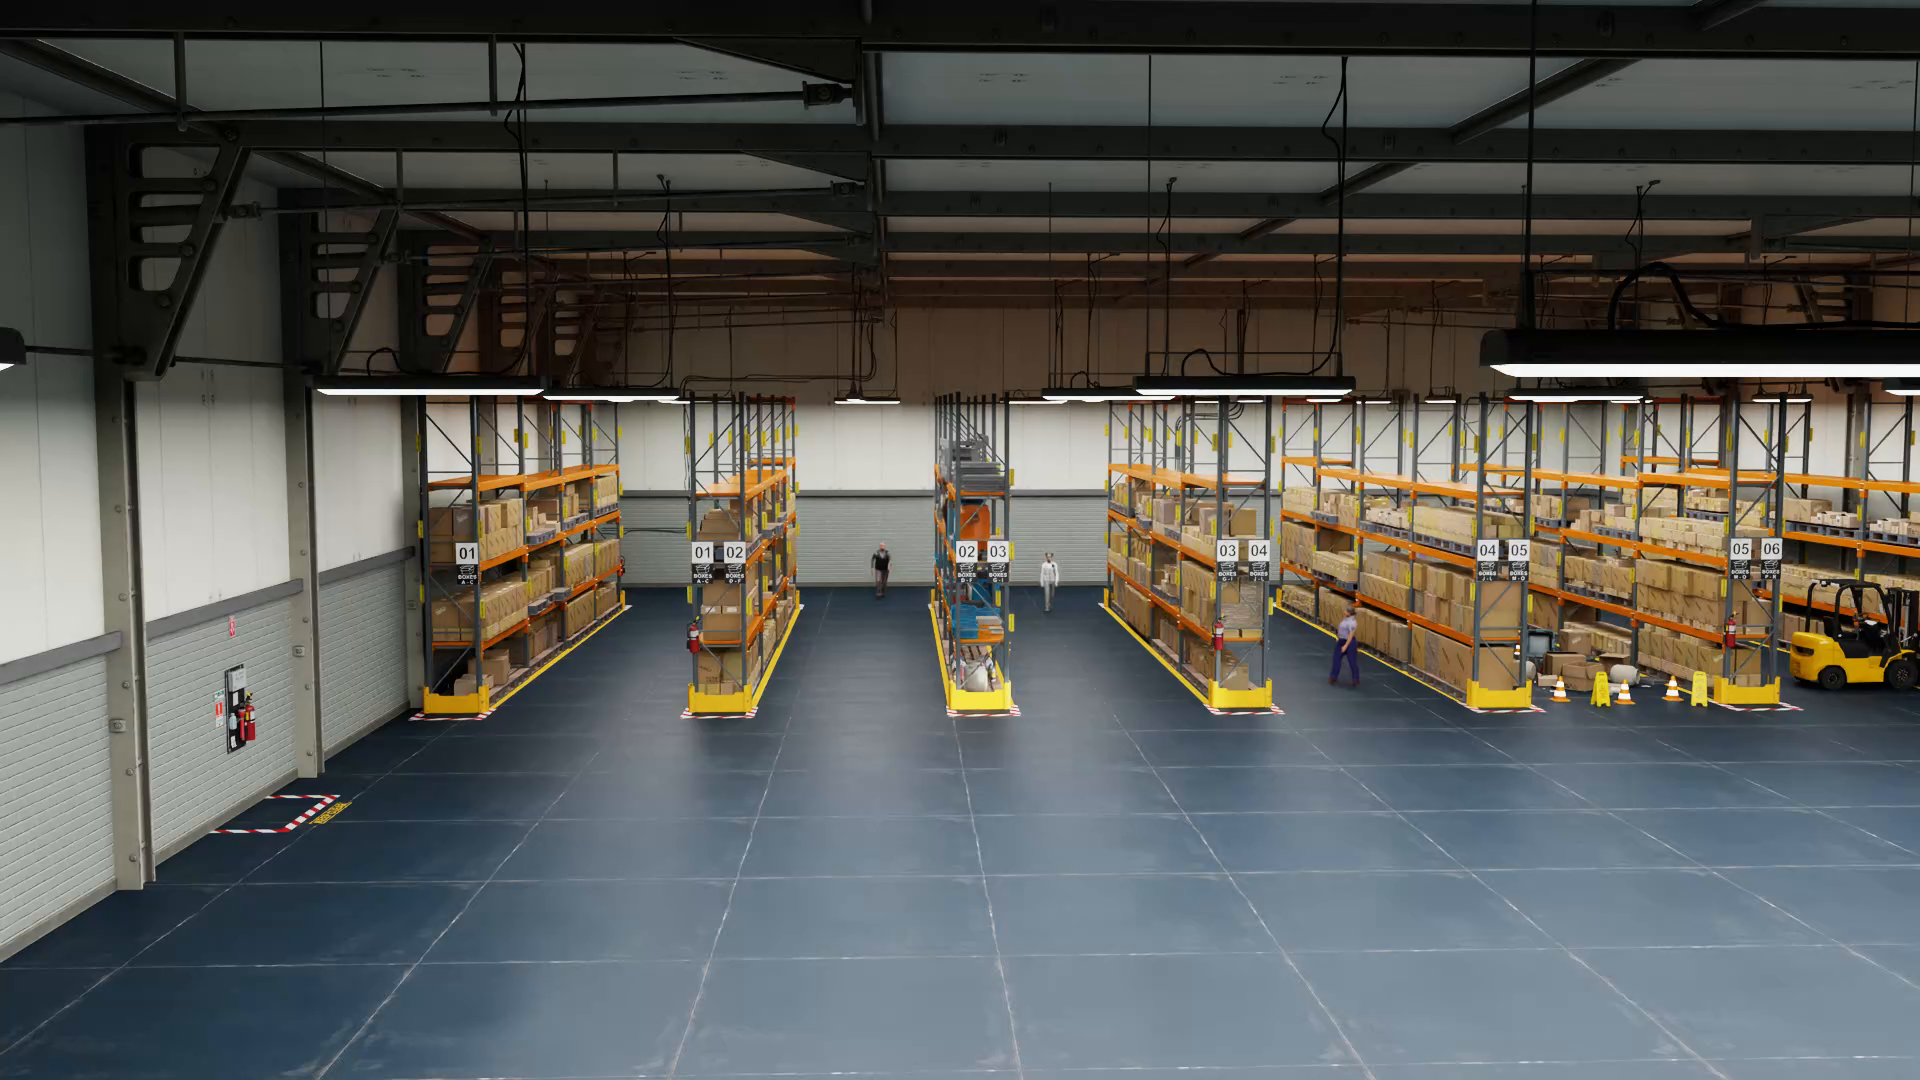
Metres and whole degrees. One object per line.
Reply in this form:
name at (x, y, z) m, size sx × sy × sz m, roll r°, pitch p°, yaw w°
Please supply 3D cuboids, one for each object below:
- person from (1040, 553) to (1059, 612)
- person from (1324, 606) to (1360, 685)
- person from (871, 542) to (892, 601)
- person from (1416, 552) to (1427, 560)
person at (2.517, 1.159, 46.705) m, size 0.494 × 1.637 × 0.956 m, roll -1°, pitch 5°, yaw -7°
person at (7.911, 2.170, 34.274) m, size 0.581 × 1.650 × 0.582 m, roll -3°, pitch 5°, yaw -29°
person at (-2.339, 0.929, 49.567) m, size 0.635 × 1.729 × 0.883 m, roll 0°, pitch 5°, yaw -3°
person at (14.269, 0.773, 51.745) m, size 0.477 × 1.619 × 0.389 m, roll 0°, pitch 5°, yaw -6°
